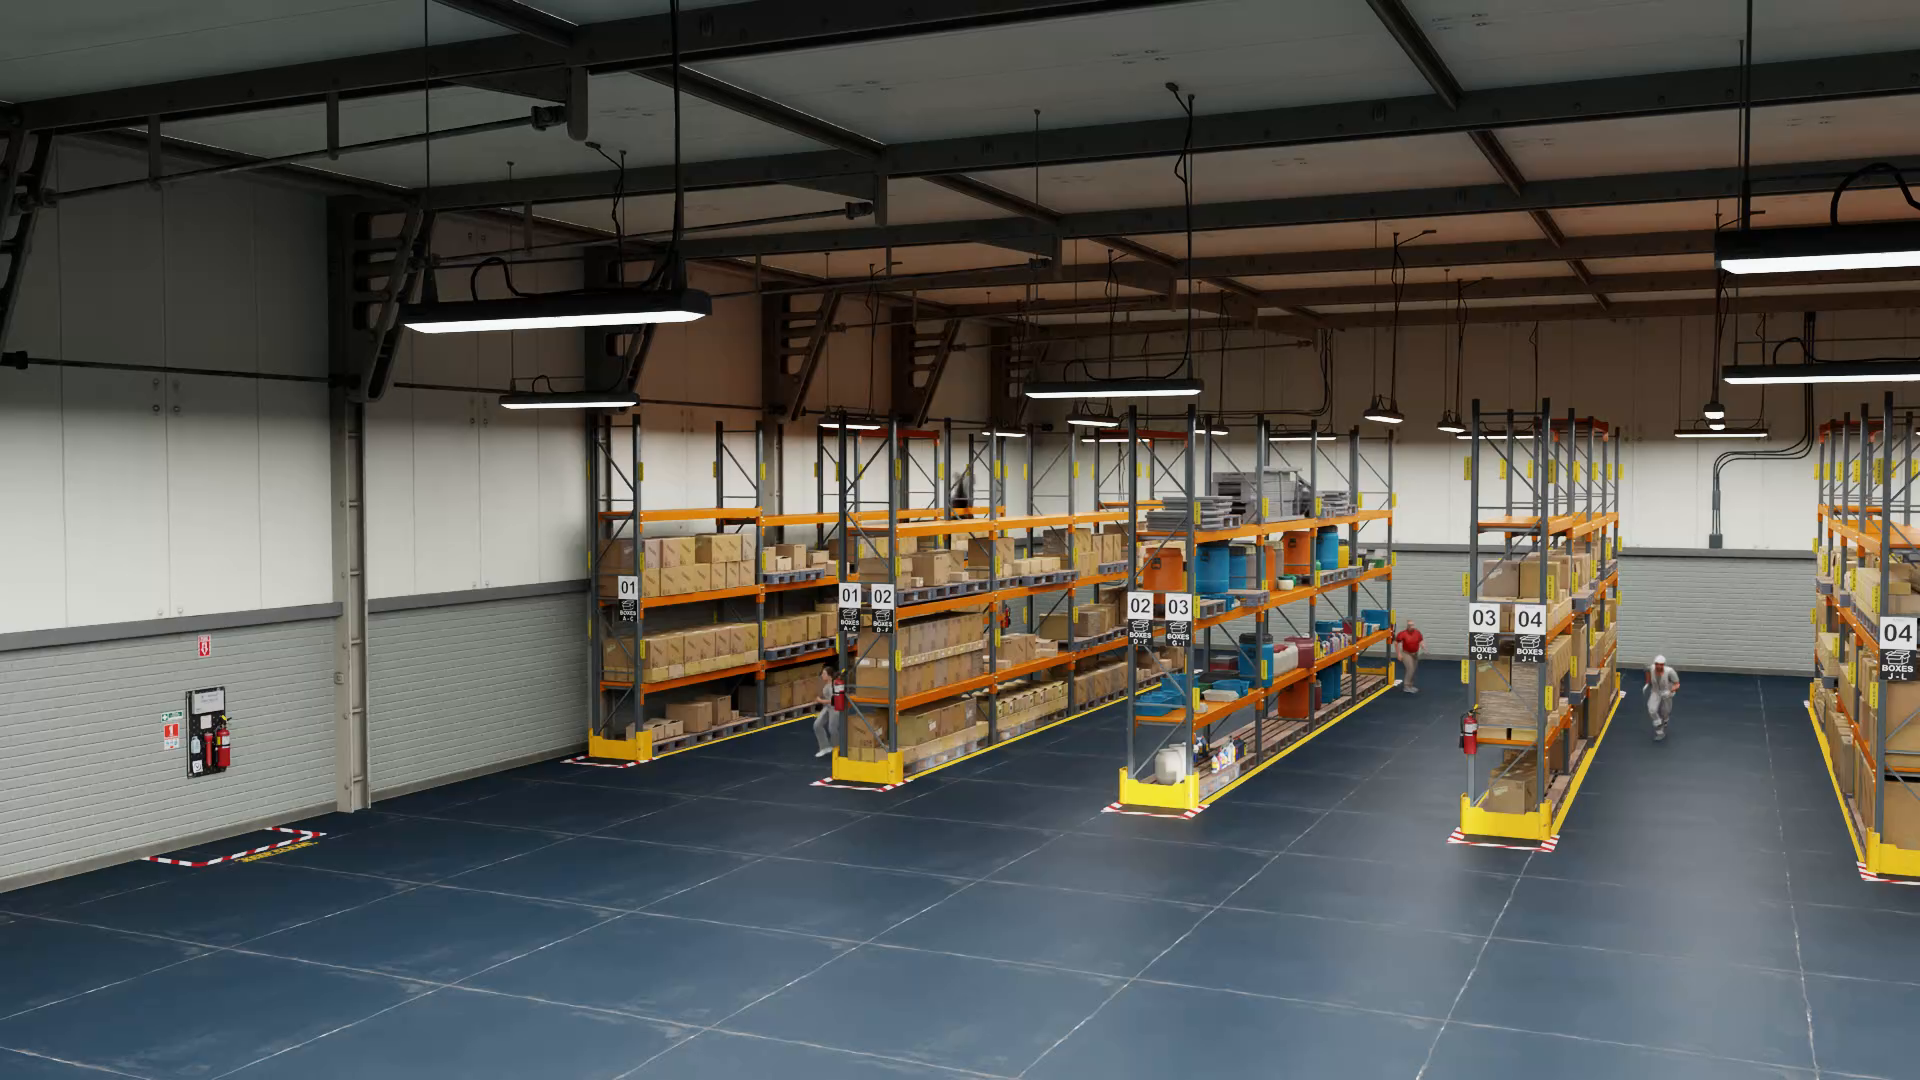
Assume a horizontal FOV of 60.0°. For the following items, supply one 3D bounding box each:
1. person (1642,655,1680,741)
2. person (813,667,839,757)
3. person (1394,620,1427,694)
[{"bbox_3d":[13.153,2.913,31.118,0.686,1.604,1.144,2,3,34],"label":"person"},{"bbox_3d":[-2.275,2.988,29.140,0.683,1.585,0.728,-2,3,-34],"label":"person"},{"bbox_3d":[10.238,2.634,37.667,0.633,1.678,0.771,-1,3,-26],"label":"person"}]
